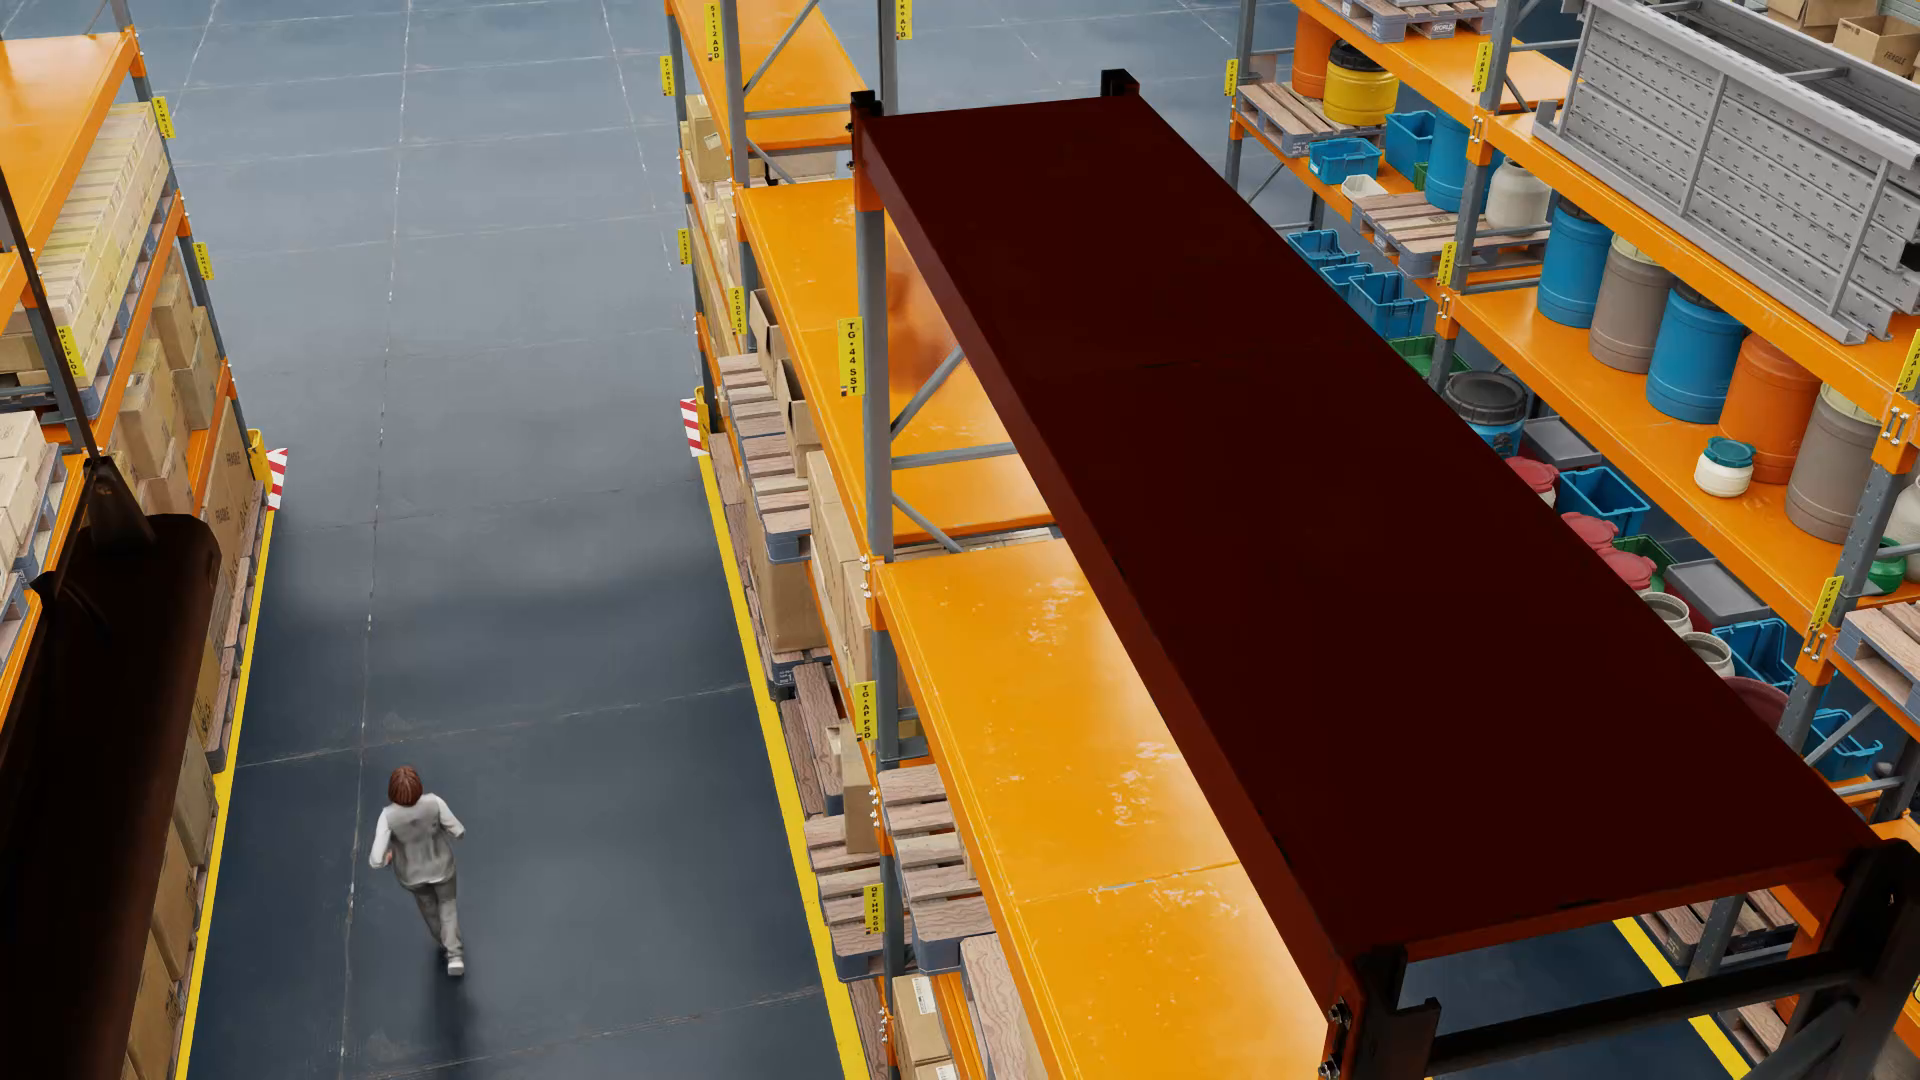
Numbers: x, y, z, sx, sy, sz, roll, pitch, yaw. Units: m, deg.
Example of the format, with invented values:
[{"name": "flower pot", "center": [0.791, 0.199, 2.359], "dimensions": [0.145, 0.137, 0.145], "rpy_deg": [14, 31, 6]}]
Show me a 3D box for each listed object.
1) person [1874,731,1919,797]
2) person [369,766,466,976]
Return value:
[{"name": "person", "center": [6.642, 1.121, 10.915], "dimensions": [0.711, 1.764, 0.923], "rpy_deg": [-12, 36, -17]}, {"name": "person", "center": [-3.161, 1.981, 9.826], "dimensions": [0.533, 1.584, 0.759], "rpy_deg": [-12, 36, -17]}]
